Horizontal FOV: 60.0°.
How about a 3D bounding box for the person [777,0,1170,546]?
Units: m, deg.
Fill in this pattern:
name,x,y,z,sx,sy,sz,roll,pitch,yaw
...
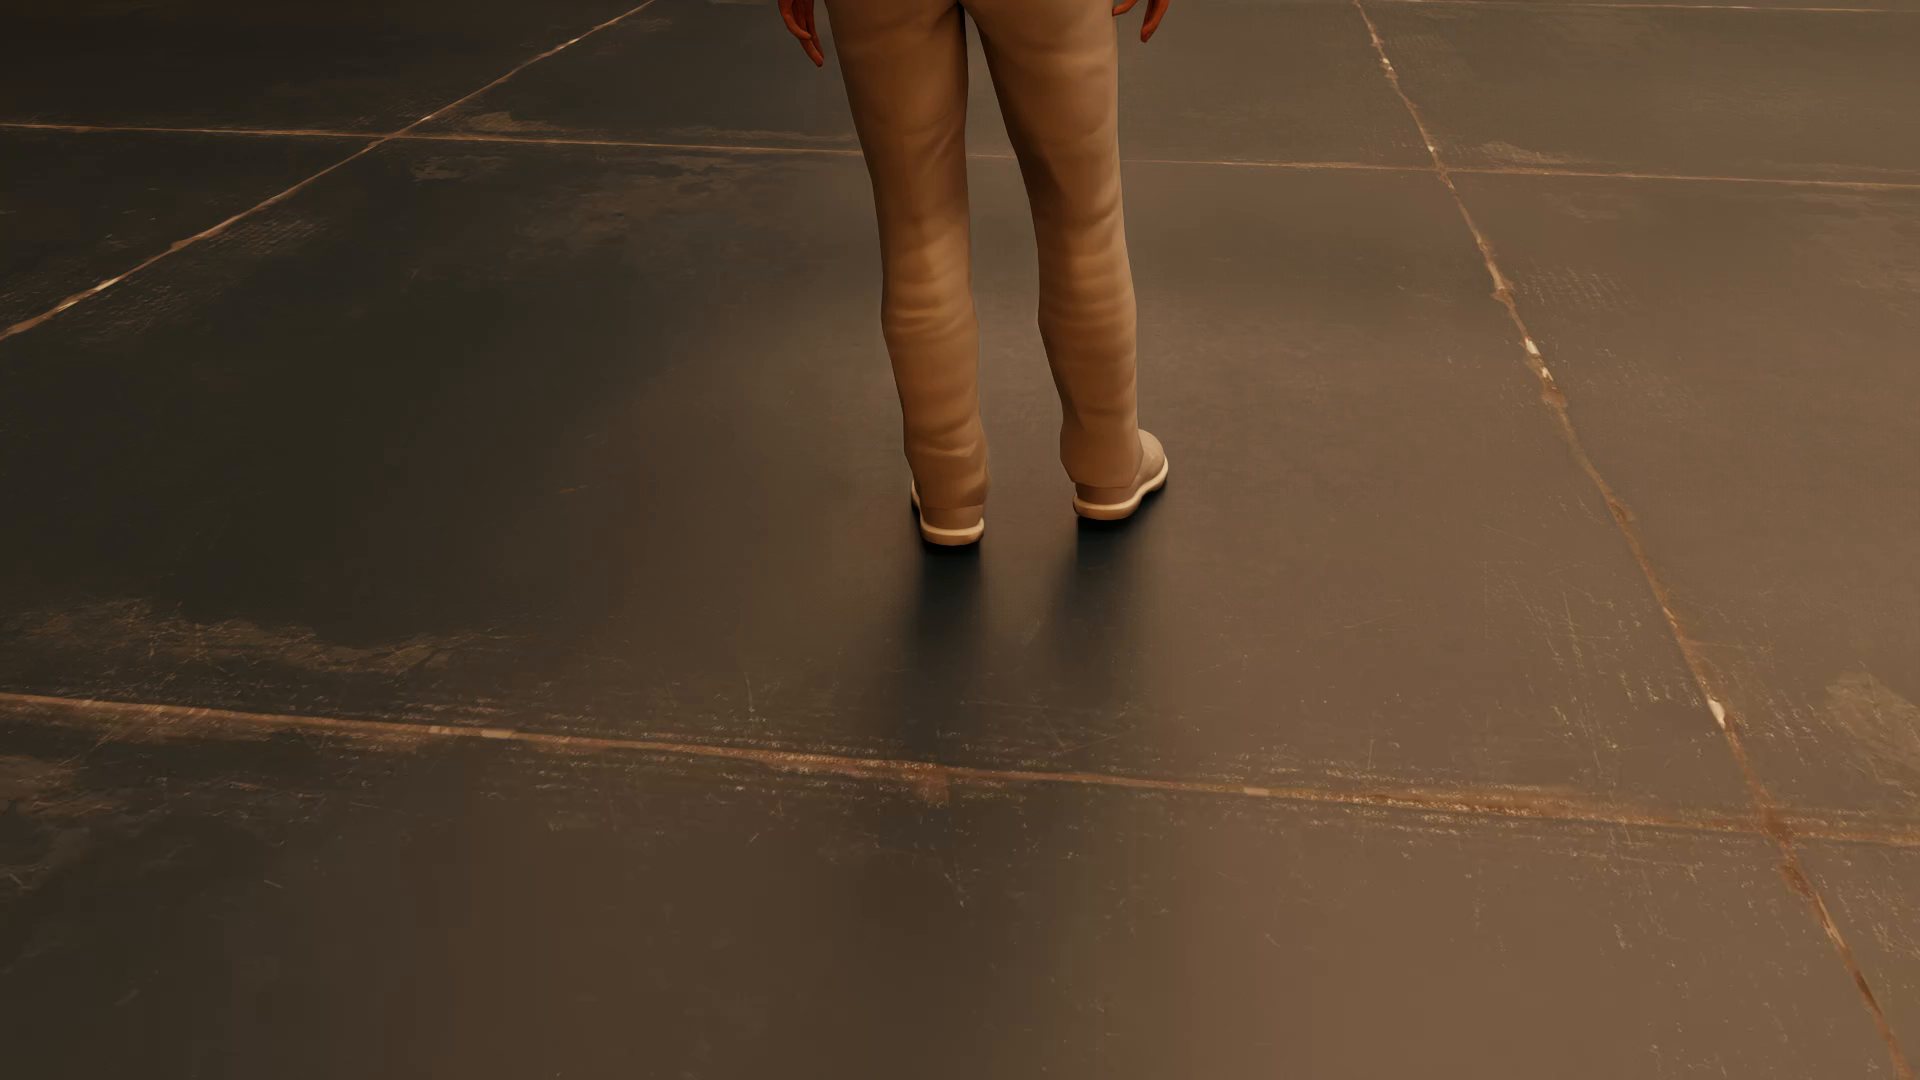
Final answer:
name,x,y,z,sx,sy,sz,roll,pitch,yaw
person,0.030,-0.795,2.183,0.569,1.692,0.530,3,27,7
